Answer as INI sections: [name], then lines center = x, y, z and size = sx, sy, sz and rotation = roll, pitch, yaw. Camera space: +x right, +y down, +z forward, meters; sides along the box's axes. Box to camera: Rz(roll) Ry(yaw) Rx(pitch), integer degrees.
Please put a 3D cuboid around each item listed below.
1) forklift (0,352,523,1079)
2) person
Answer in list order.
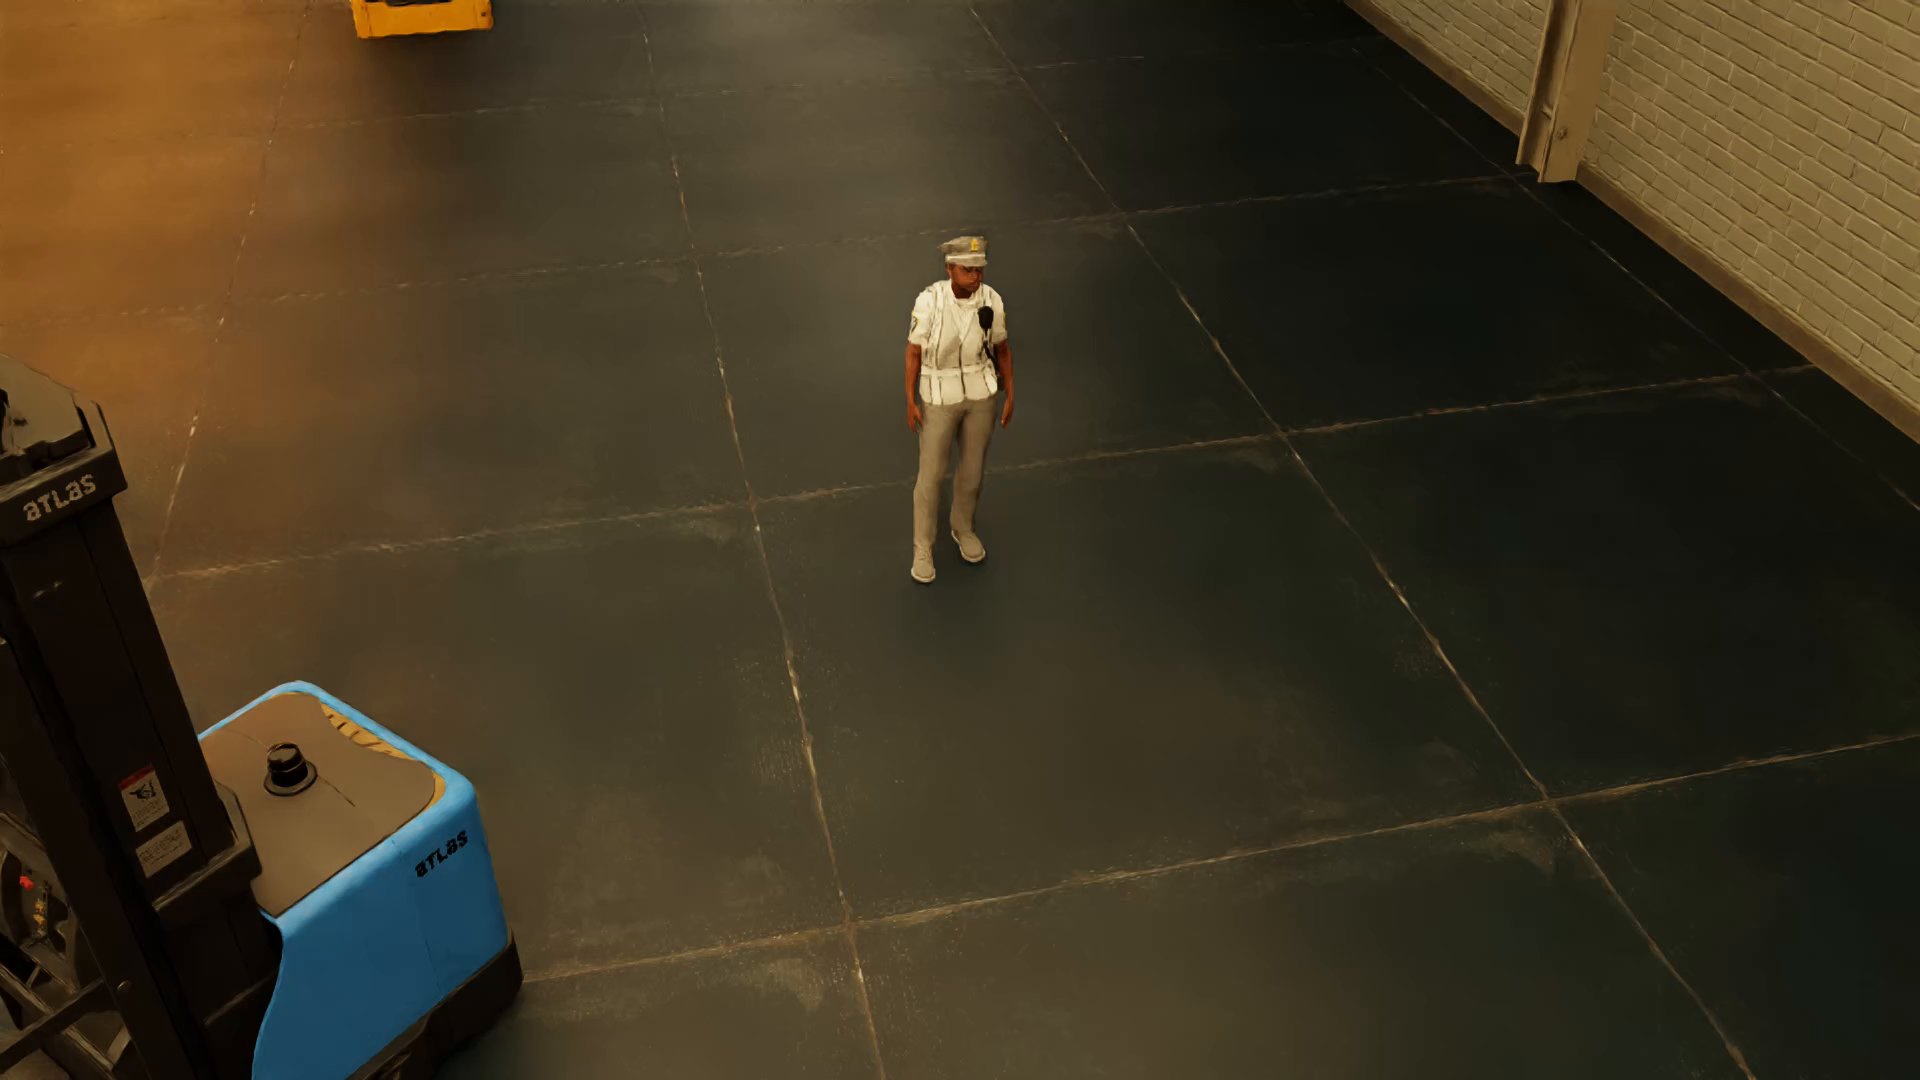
[forklift]
center = -2.891, 1.032, 4.616
size = 1.130, 2.935, 3.031
rotation = 23, 42, 28
[person]
center = -0.002, -0.648, 7.998
size = 0.570, 1.693, 0.529
rotation = -8, 36, -11
